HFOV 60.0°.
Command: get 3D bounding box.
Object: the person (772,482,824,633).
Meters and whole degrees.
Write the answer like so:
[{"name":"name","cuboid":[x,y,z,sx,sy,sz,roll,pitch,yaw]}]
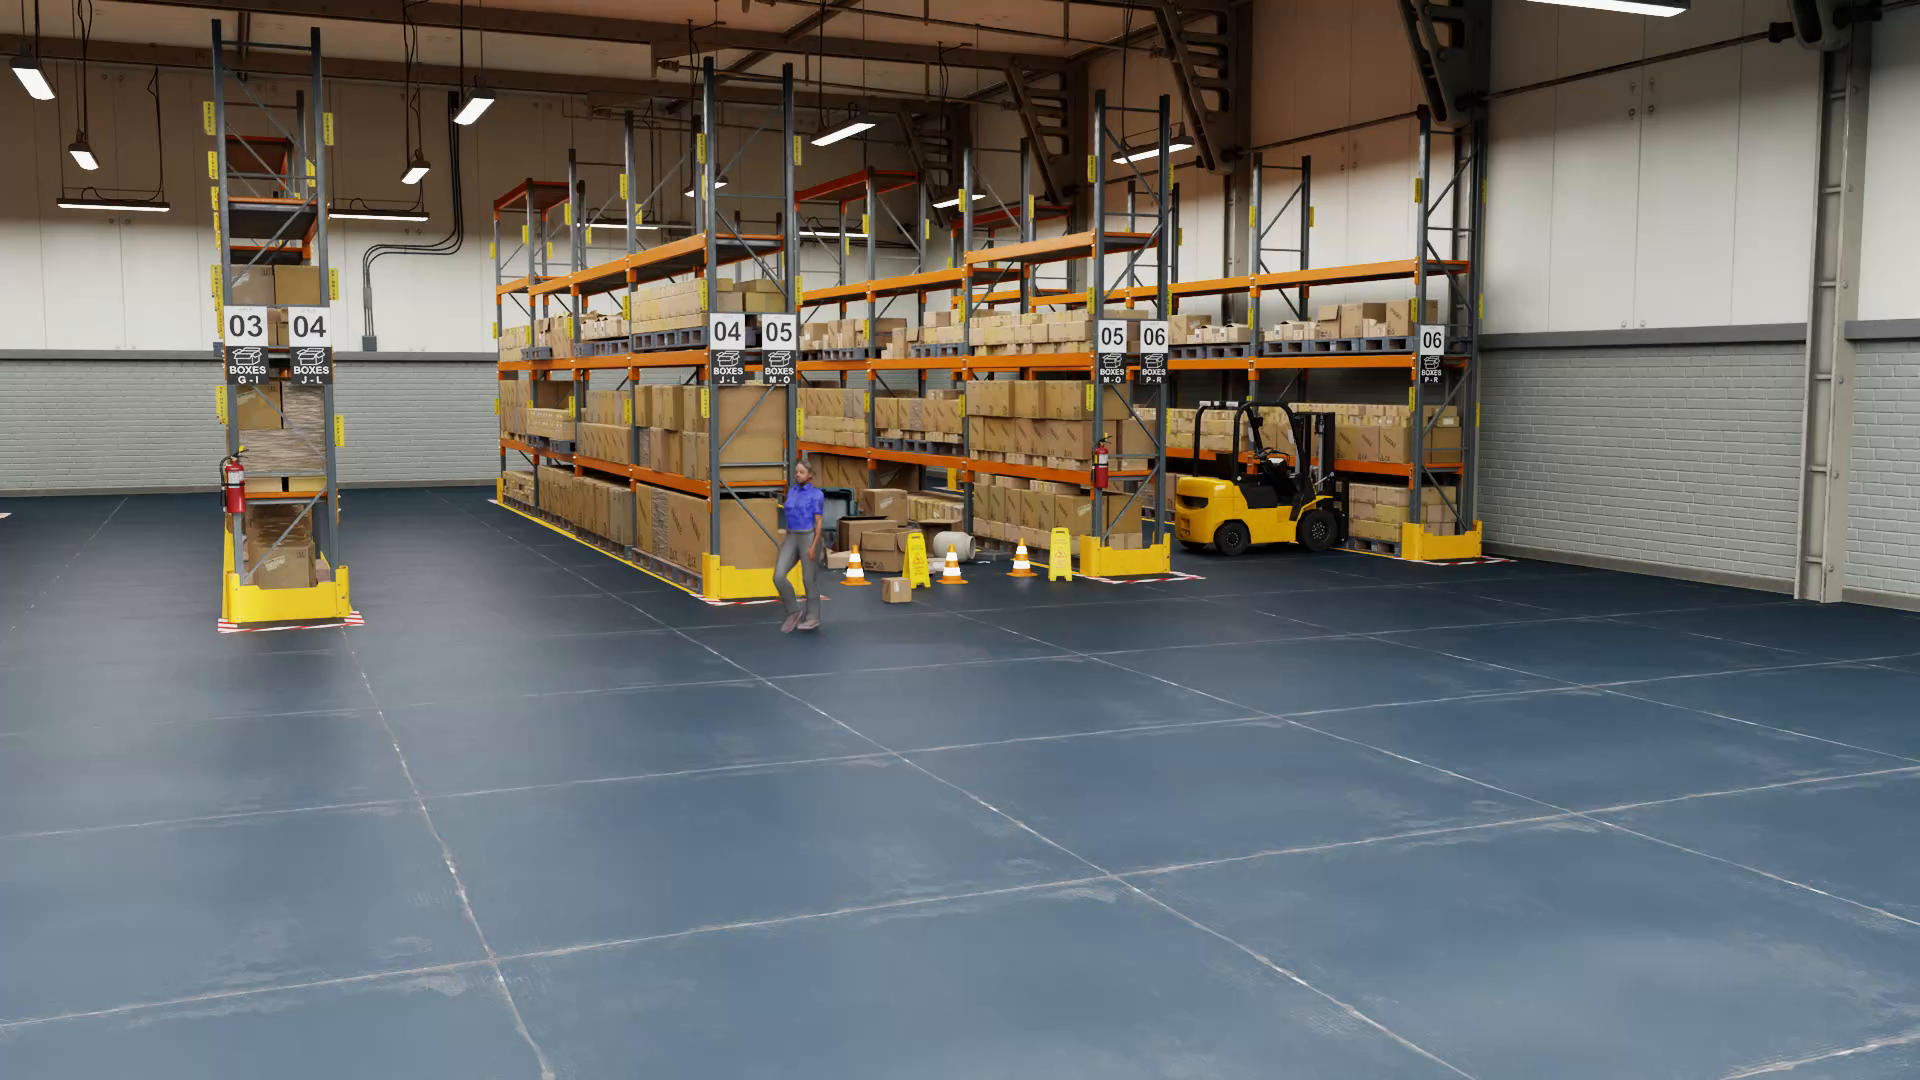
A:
[{"name":"person","cuboid":[-1.545,0.184,16.211,0.443,1.498,0.477,3,6,29]}]
